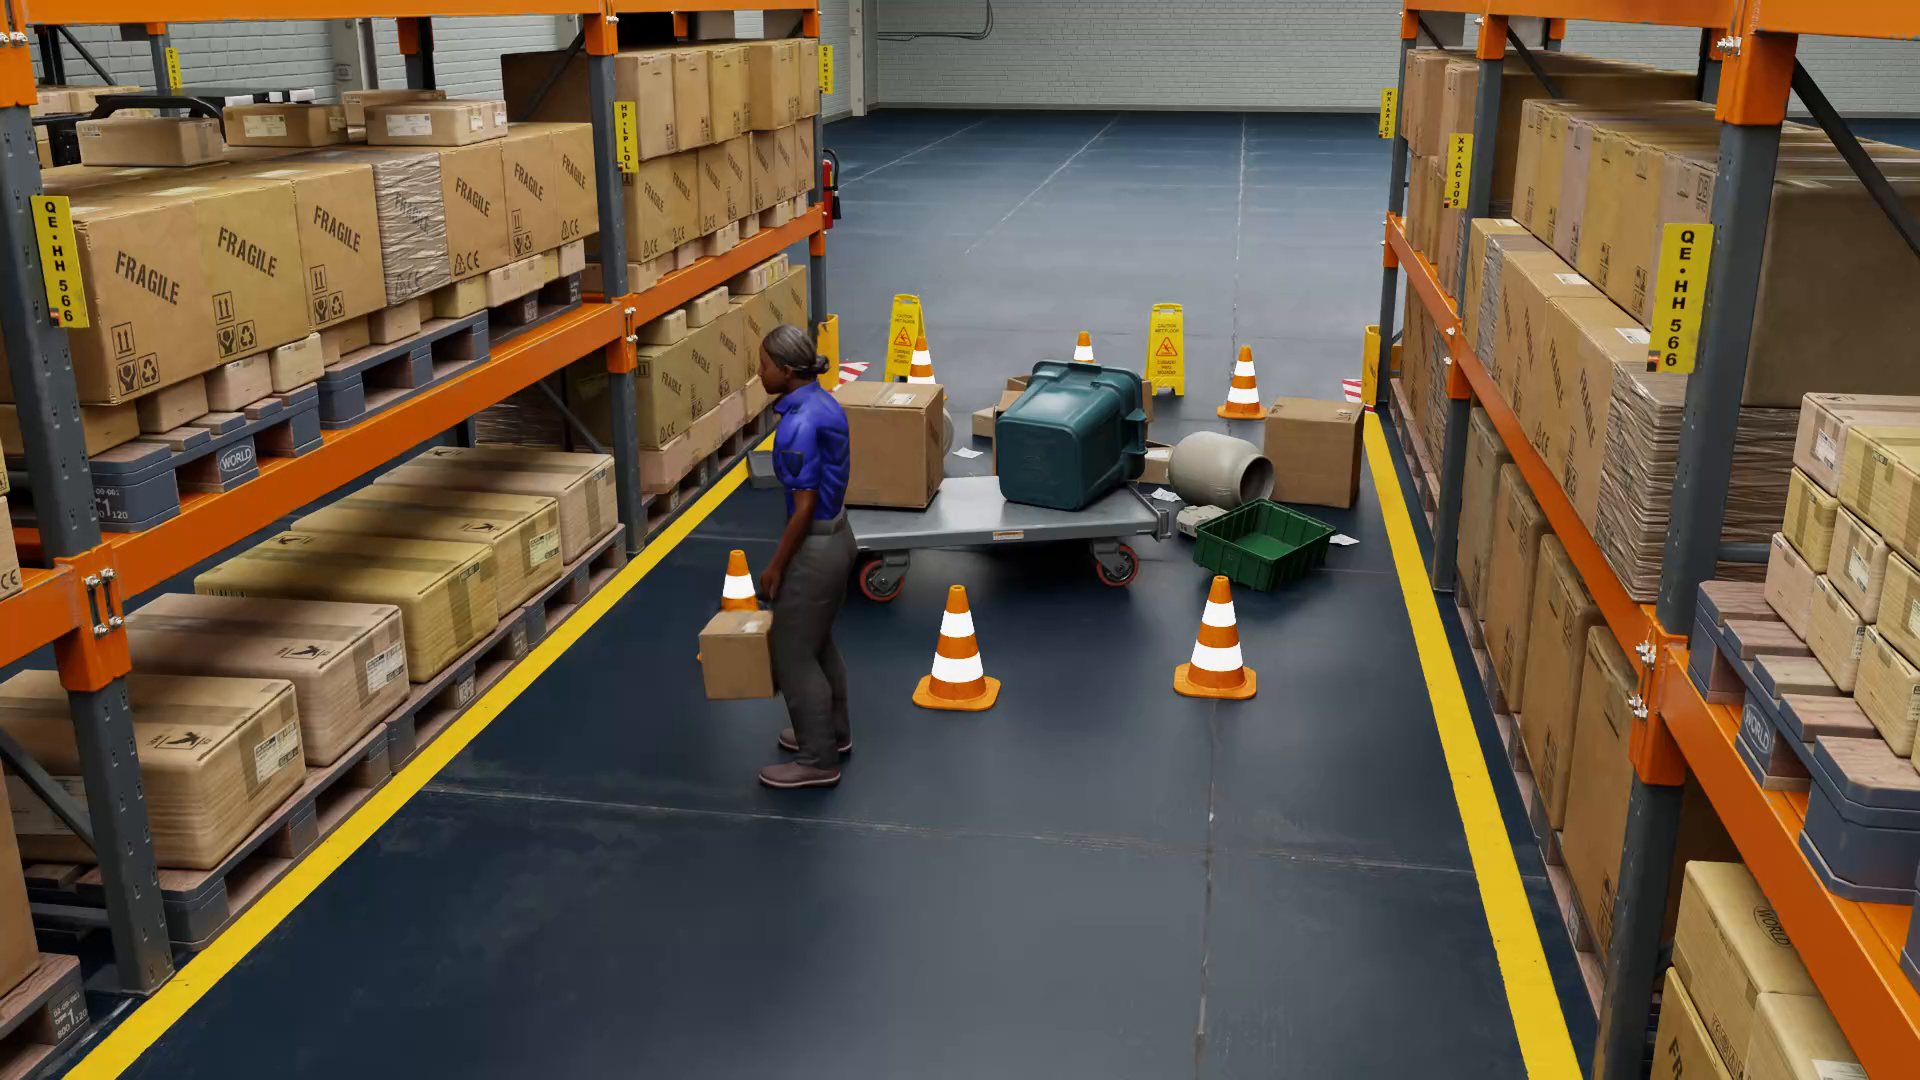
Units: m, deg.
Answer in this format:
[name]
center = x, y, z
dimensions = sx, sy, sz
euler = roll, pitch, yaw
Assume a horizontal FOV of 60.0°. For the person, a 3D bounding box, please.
[person]
center = -0.544, 0.061, 5.893
dimensions = 0.345, 1.644, 0.495
euler = 2, 18, 7
